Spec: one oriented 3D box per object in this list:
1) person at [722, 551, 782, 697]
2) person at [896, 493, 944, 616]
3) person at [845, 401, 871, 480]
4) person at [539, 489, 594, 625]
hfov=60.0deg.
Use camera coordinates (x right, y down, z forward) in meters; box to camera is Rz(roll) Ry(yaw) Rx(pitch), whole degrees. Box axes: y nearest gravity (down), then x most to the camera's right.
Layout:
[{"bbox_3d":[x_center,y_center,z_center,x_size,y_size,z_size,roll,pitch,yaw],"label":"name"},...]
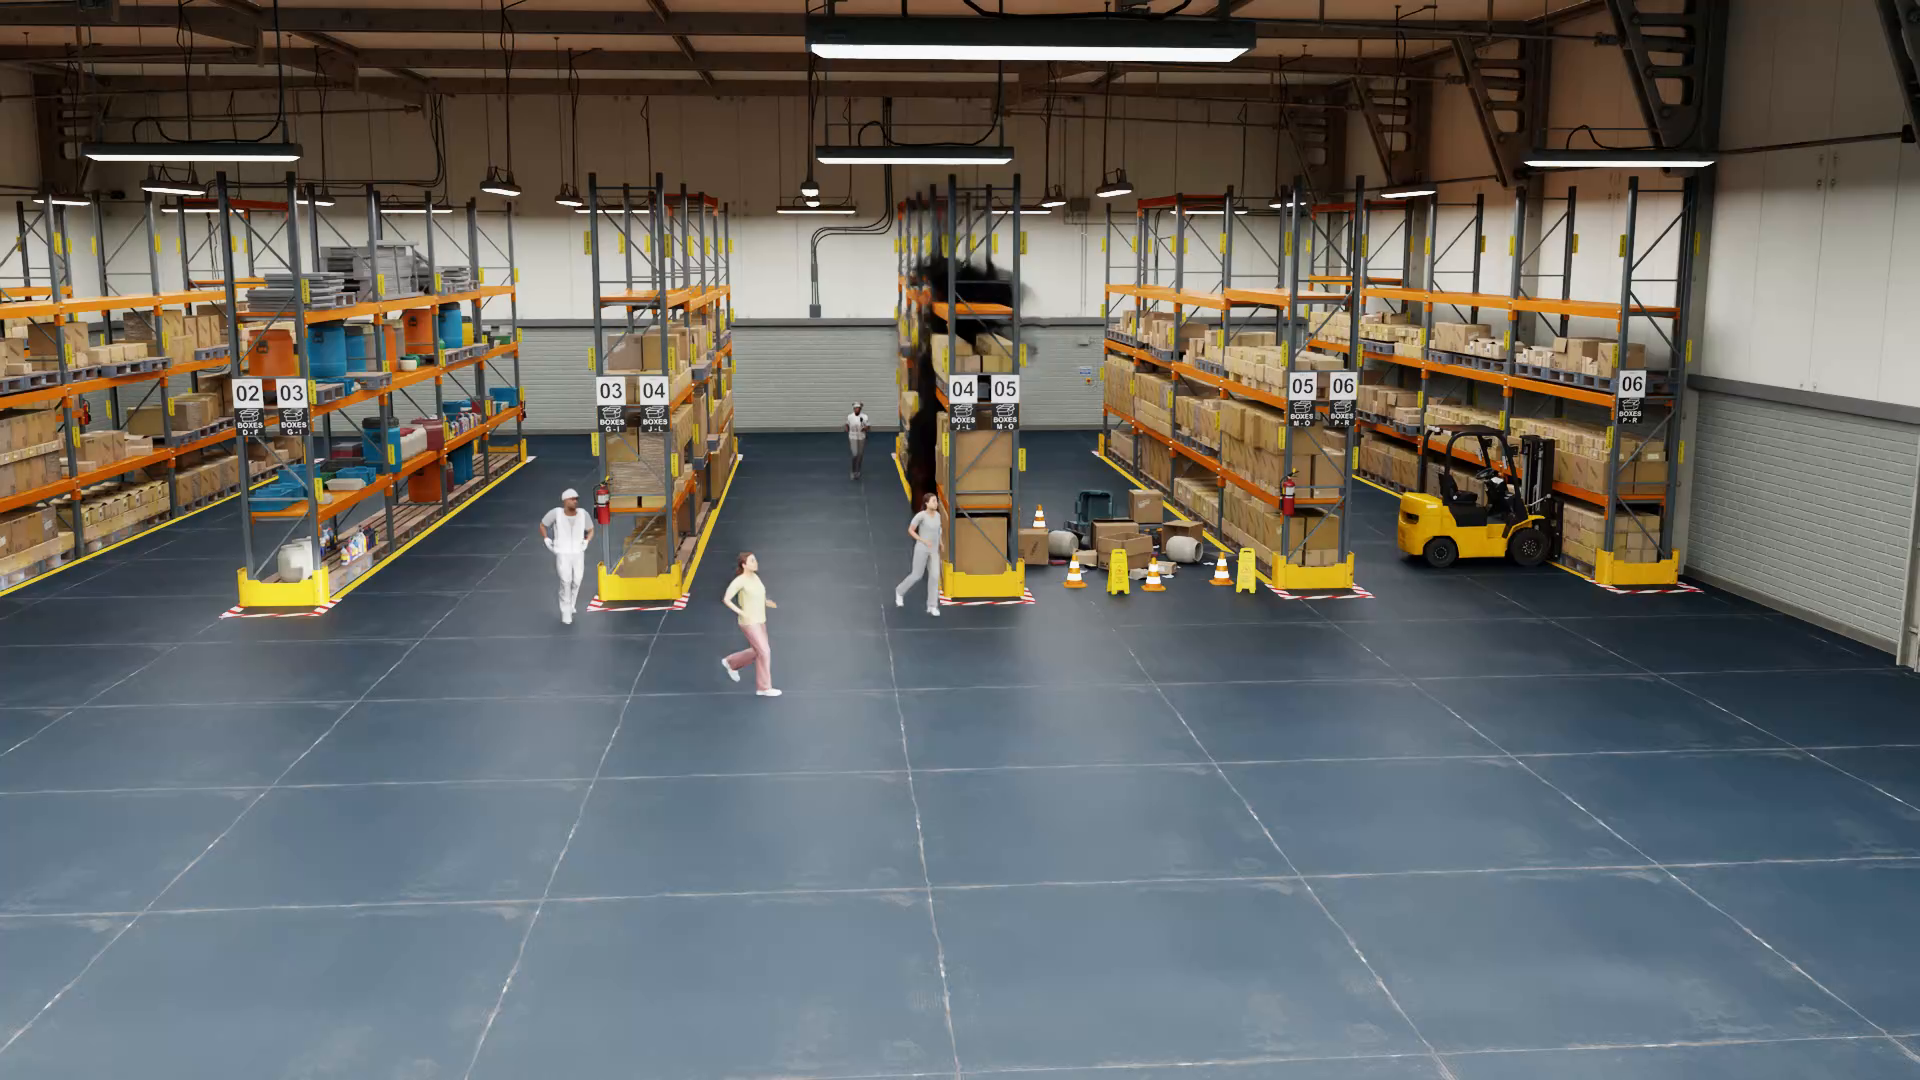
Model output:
[{"bbox_3d":[-2.378,0.930,18.716,0.802,1.635,0.589,5,11,24],"label":"person"},{"bbox_3d":[-0.434,0.161,22.978,0.635,1.634,0.954,-7,12,-36],"label":"person"},{"bbox_3d":[-2.213,-2.156,36.145,0.548,1.728,0.693,-1,10,-5],"label":"person"},{"bbox_3d":[-5.275,0.207,22.498,0.693,1.804,0.688,-6,12,-29],"label":"person"}]
